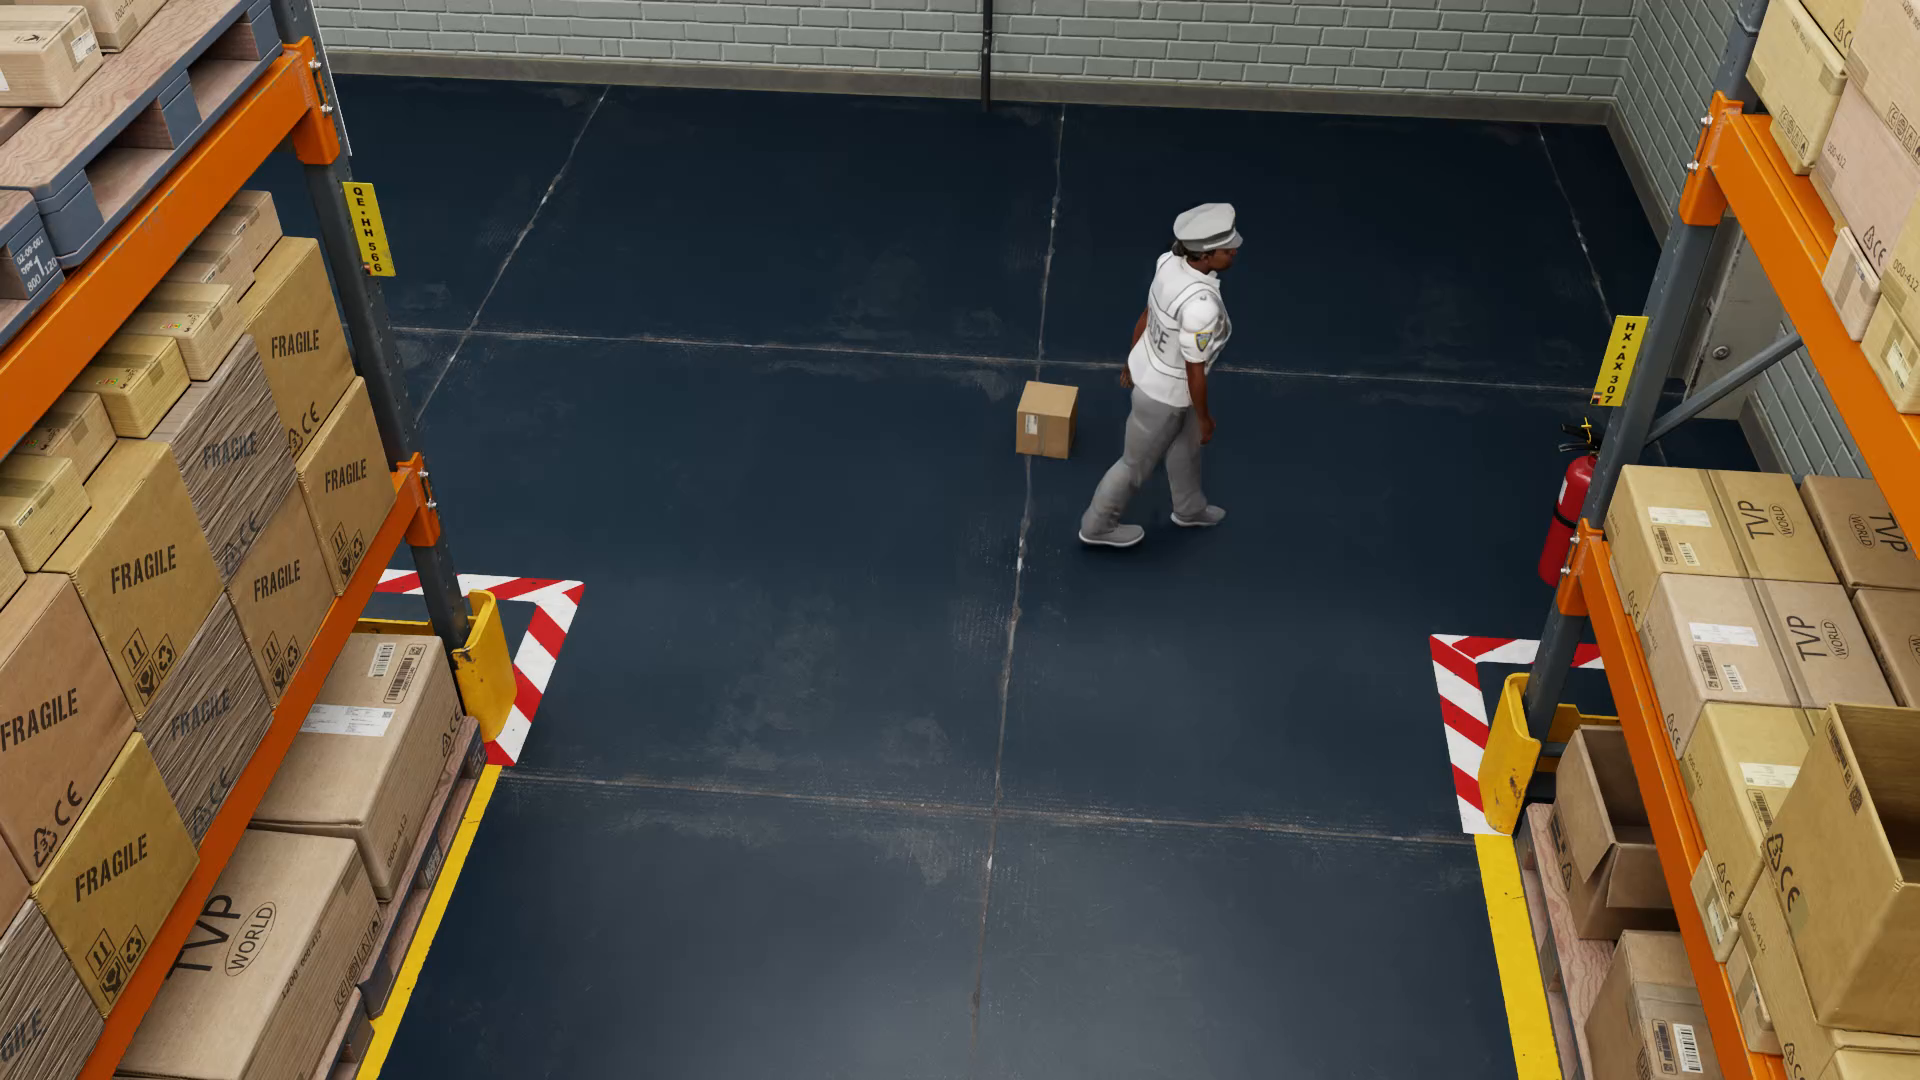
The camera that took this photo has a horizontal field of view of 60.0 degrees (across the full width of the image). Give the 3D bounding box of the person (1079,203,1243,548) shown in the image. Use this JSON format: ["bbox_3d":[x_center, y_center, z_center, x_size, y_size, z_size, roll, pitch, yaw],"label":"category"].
[{"bbox_3d":[0.877,-0.617,6.890,0.691,1.701,0.477,-2,40,-3],"label":"person"}]
